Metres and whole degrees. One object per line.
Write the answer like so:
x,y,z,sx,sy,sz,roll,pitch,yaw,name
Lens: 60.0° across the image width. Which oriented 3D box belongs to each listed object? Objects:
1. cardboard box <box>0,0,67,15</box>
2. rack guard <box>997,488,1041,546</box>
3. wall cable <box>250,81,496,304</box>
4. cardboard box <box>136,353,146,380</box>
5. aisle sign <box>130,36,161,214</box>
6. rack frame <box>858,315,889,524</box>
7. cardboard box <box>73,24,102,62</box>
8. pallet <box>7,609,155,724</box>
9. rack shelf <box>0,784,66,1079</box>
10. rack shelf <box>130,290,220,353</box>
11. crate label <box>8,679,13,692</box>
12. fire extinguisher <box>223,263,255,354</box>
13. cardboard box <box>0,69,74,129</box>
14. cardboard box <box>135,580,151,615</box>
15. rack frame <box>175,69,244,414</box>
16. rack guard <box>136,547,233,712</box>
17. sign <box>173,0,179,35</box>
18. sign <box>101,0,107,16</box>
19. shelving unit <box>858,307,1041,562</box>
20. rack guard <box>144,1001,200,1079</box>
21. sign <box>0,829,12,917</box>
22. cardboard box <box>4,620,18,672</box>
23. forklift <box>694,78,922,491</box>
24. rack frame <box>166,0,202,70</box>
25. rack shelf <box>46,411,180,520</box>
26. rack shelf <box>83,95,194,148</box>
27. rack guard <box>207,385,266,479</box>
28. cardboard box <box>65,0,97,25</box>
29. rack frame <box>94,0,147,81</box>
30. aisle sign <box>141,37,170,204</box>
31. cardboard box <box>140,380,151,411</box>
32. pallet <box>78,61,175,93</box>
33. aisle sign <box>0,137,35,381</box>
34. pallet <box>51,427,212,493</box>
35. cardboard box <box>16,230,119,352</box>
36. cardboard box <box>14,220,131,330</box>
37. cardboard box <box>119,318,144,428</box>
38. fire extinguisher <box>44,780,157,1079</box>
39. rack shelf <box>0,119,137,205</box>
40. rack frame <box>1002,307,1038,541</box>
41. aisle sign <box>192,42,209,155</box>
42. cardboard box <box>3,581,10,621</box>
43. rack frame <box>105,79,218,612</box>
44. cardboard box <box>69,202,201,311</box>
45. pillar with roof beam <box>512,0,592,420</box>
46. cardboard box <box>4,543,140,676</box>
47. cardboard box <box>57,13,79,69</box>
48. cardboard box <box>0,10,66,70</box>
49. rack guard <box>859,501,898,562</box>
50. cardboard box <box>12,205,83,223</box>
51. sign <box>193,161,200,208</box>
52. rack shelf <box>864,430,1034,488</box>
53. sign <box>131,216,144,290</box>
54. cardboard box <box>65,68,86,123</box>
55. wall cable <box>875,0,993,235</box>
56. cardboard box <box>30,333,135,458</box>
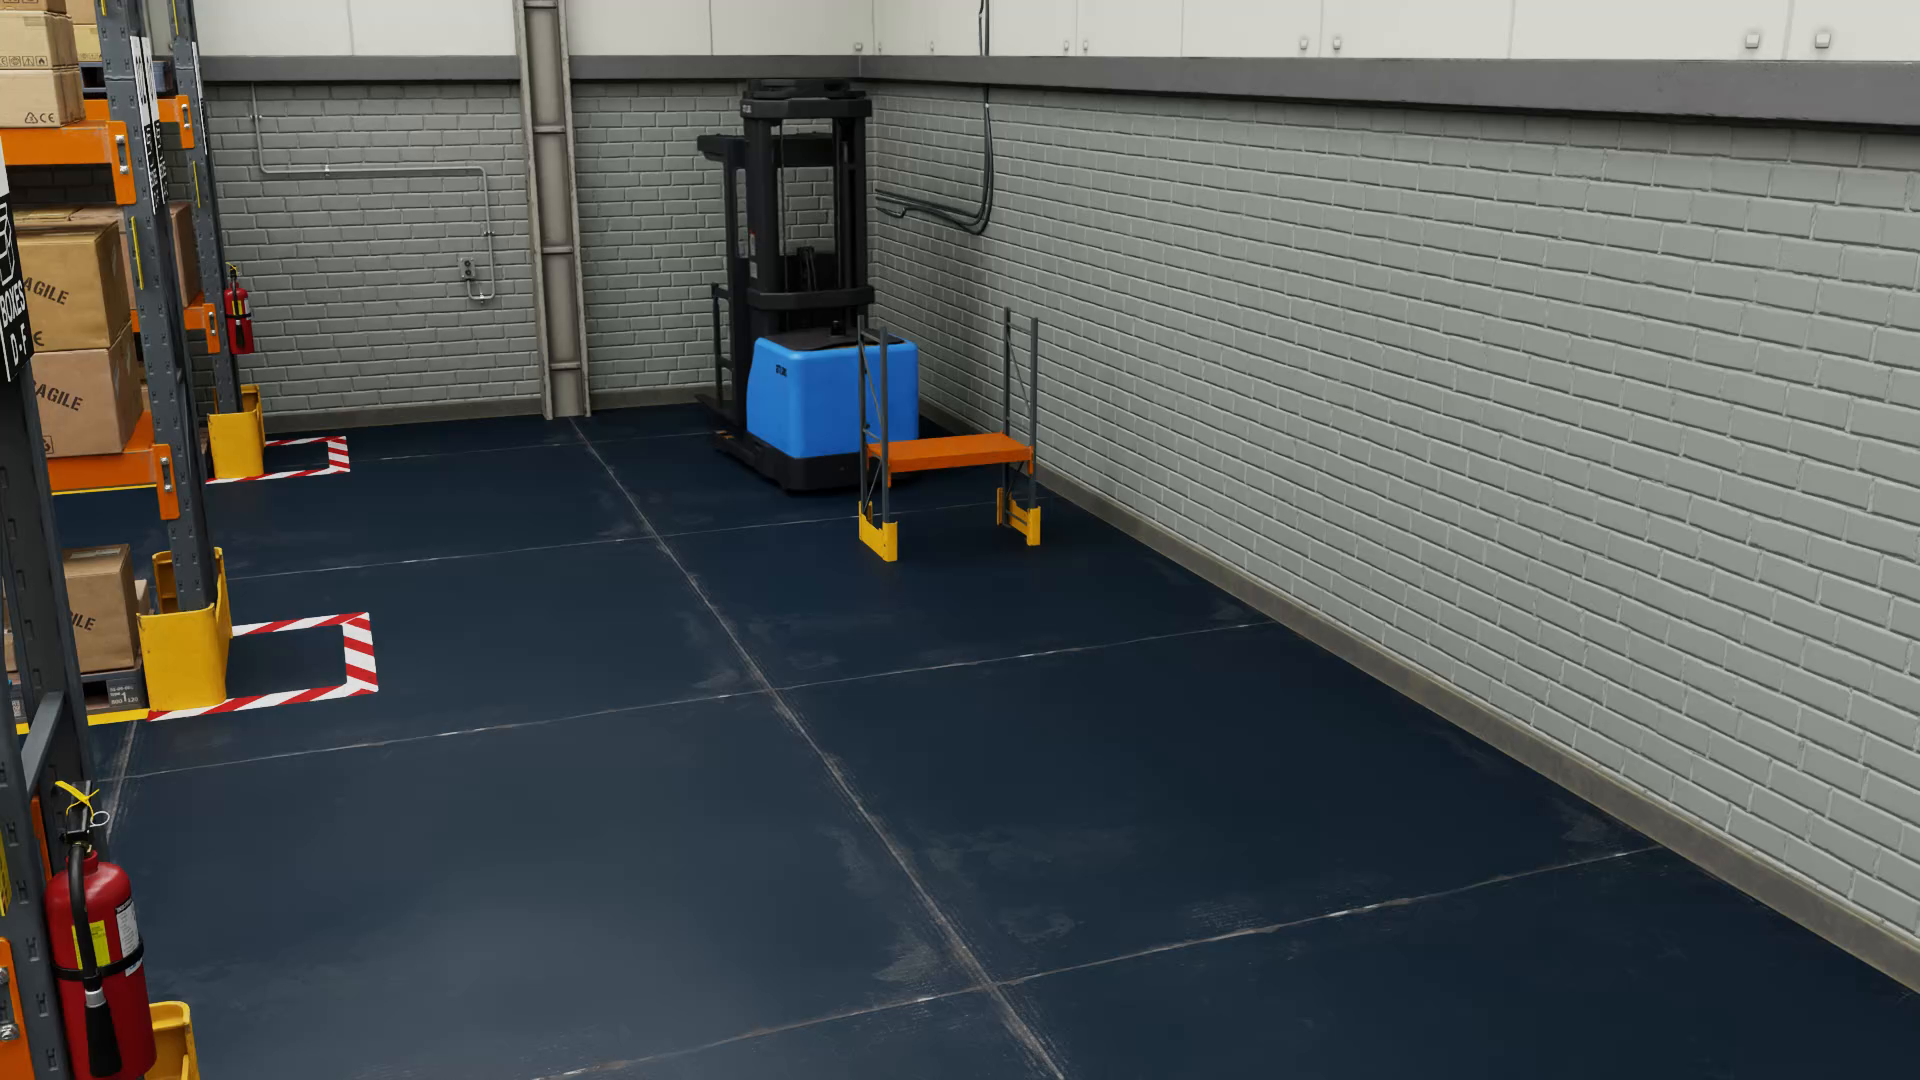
-4.440,-2.673,7.601,0.500,0.500,0.700,-6,17,-20,cardboard box
0.394,-0.162,11.208,0.087,0.250,0.587,-6,17,-20,rack guard
-4.885,-2.930,13.950,1.851,1.984,0.084,-6,17,-20,wall cable
-6.315,-1.347,12.900,0.250,0.149,0.380,-6,17,-20,cardboard box
-3.793,-1.936,7.752,0.004,0.787,0.394,-6,17,-20,aisle sign
-0.554,-0.660,10.683,0.032,1.500,0.500,-6,17,-20,rack frame
-6.331,-3.538,11.842,0.500,0.250,0.500,-6,17,-18,cardboard box
-4.781,0.664,8.461,1.213,0.211,1.003,-6,17,-20,pallet
-4.065,1.089,3.345,4.000,0.370,1.077,-6,17,-20,rack shelf
-7.610,-1.518,12.221,4.000,0.370,1.077,-6,17,-20,rack shelf
-2.546,0.532,4.155,0.303,0.233,0.416,-6,17,-20,crate label
-5.436,-1.743,12.508,0.183,0.674,0.296,-6,17,-20,fire extinguisher
-4.352,-2.008,7.555,0.500,0.250,0.500,-6,17,-20,cardboard box
-4.480,0.347,8.873,0.250,0.149,0.380,-6,17,-20,cardboard box
-5.742,-2.065,12.806,0.127,3.000,1.000,-6,17,-20,rack frame
-4.037,0.445,8.695,0.348,0.500,1.175,-6,17,-20,rack guard
-5.561,-3.747,11.779,0.005,0.325,0.100,-6,17,-20,sign
-3.786,-2.478,7.318,0.005,0.325,0.100,-6,17,-20,sign
-0.071,-0.712,10.861,1.083,1.500,0.587,-6,17,-20,shelving unit
-2.180,1.735,4.302,0.348,0.500,1.175,-6,17,-20,rack guard
-1.985,0.607,3.420,0.005,0.325,0.100,-6,17,-20,sign
-4.796,0.523,8.241,0.250,0.166,0.380,-6,17,-20,cardboard box
-1.385,-2.134,13.163,1.130,2.935,3.031,-8,18,-25,forklift
-5.742,-4.943,11.961,0.127,3.000,1.000,-6,17,-20,rack frame
-5.834,-0.215,7.784,4.000,0.370,1.077,-6,17,-20,rack shelf
-7.610,-2.957,11.798,4.000,0.370,1.077,-6,17,-20,rack shelf
-5.720,-0.868,13.167,0.348,0.500,1.175,-6,17,-20,rack guard
-6.328,-3.896,11.730,0.500,0.500,0.500,-6,17,-20,cardboard box
-3.966,-3.640,7.524,0.127,3.000,1.000,-6,17,-20,rack frame
-4.008,-2.093,8.289,0.004,0.787,0.394,-6,17,-20,aisle sign
-6.360,-0.970,12.769,0.500,0.500,0.700,-6,17,-20,cardboard box
-6.431,-3.384,12.132,1.213,0.211,1.003,-6,17,-20,pallet
-2.237,-0.791,3.854,0.004,0.787,0.394,-6,17,-20,aisle sign
-6.461,-0.626,12.854,1.213,0.211,1.003,-6,17,-20,pallet
-4.284,-1.172,7.815,0.500,0.500,0.500,-6,18,-21,cardboard box
-4.475,-1.314,8.298,0.500,0.500,0.500,-6,17,-18,cardboard box
-4.475,-0.835,8.439,0.500,0.500,0.500,-6,17,-19,cardboard box
-1.894,0.862,3.638,0.183,0.674,0.296,-6,17,-20,fire extinguisher
-5.834,-1.654,7.361,4.000,0.370,1.077,-6,17,-20,rack shelf
0.395,-0.762,11.032,0.032,1.500,0.500,-6,17,-20,rack frame
-5.568,-3.241,12.196,0.004,0.787,0.394,-6,17,-20,aisle sign
-5.043,0.377,8.590,0.500,0.250,0.500,-6,17,-20,cardboard box
-3.966,-0.762,8.369,0.127,3.000,1.000,-6,17,-20,rack frame
-6.215,-2.155,12.580,0.700,0.700,0.980,-5,17,-18,cardboard box
-1.990,-4.310,9.806,0.400,9.000,9.100,-6,17,-20,pillar with roof beam
-4.386,0.346,8.252,0.500,0.500,0.500,-6,17,-20,cardboard box
-4.539,-2.386,7.954,0.500,0.250,0.500,-6,17,-20,cardboard box
-4.355,-2.250,7.492,0.500,0.250,0.500,-6,17,-20,cardboard box
-0.536,-0.062,10.866,0.087,0.250,0.587,-6,17,-20,rack guard
-6.890,-2.078,12.320,0.700,0.700,0.980,-6,18,-21,cardboard box
-5.561,-2.590,12.119,0.005,0.325,0.100,-6,17,-20,sign
-0.080,-0.538,10.908,1.000,0.185,0.538,-6,17,-20,rack shelf
-3.786,-1.321,7.657,0.005,0.325,0.100,-6,17,-20,sign
-4.537,-2.144,8.019,0.500,0.250,0.500,-6,17,-20,cardboard box
-0.333,-3.930,14.020,0.112,2.526,3.097,-6,17,-20,wall cable
-4.287,-0.693,7.957,0.500,0.500,0.500,-6,17,-18,cardboard box
